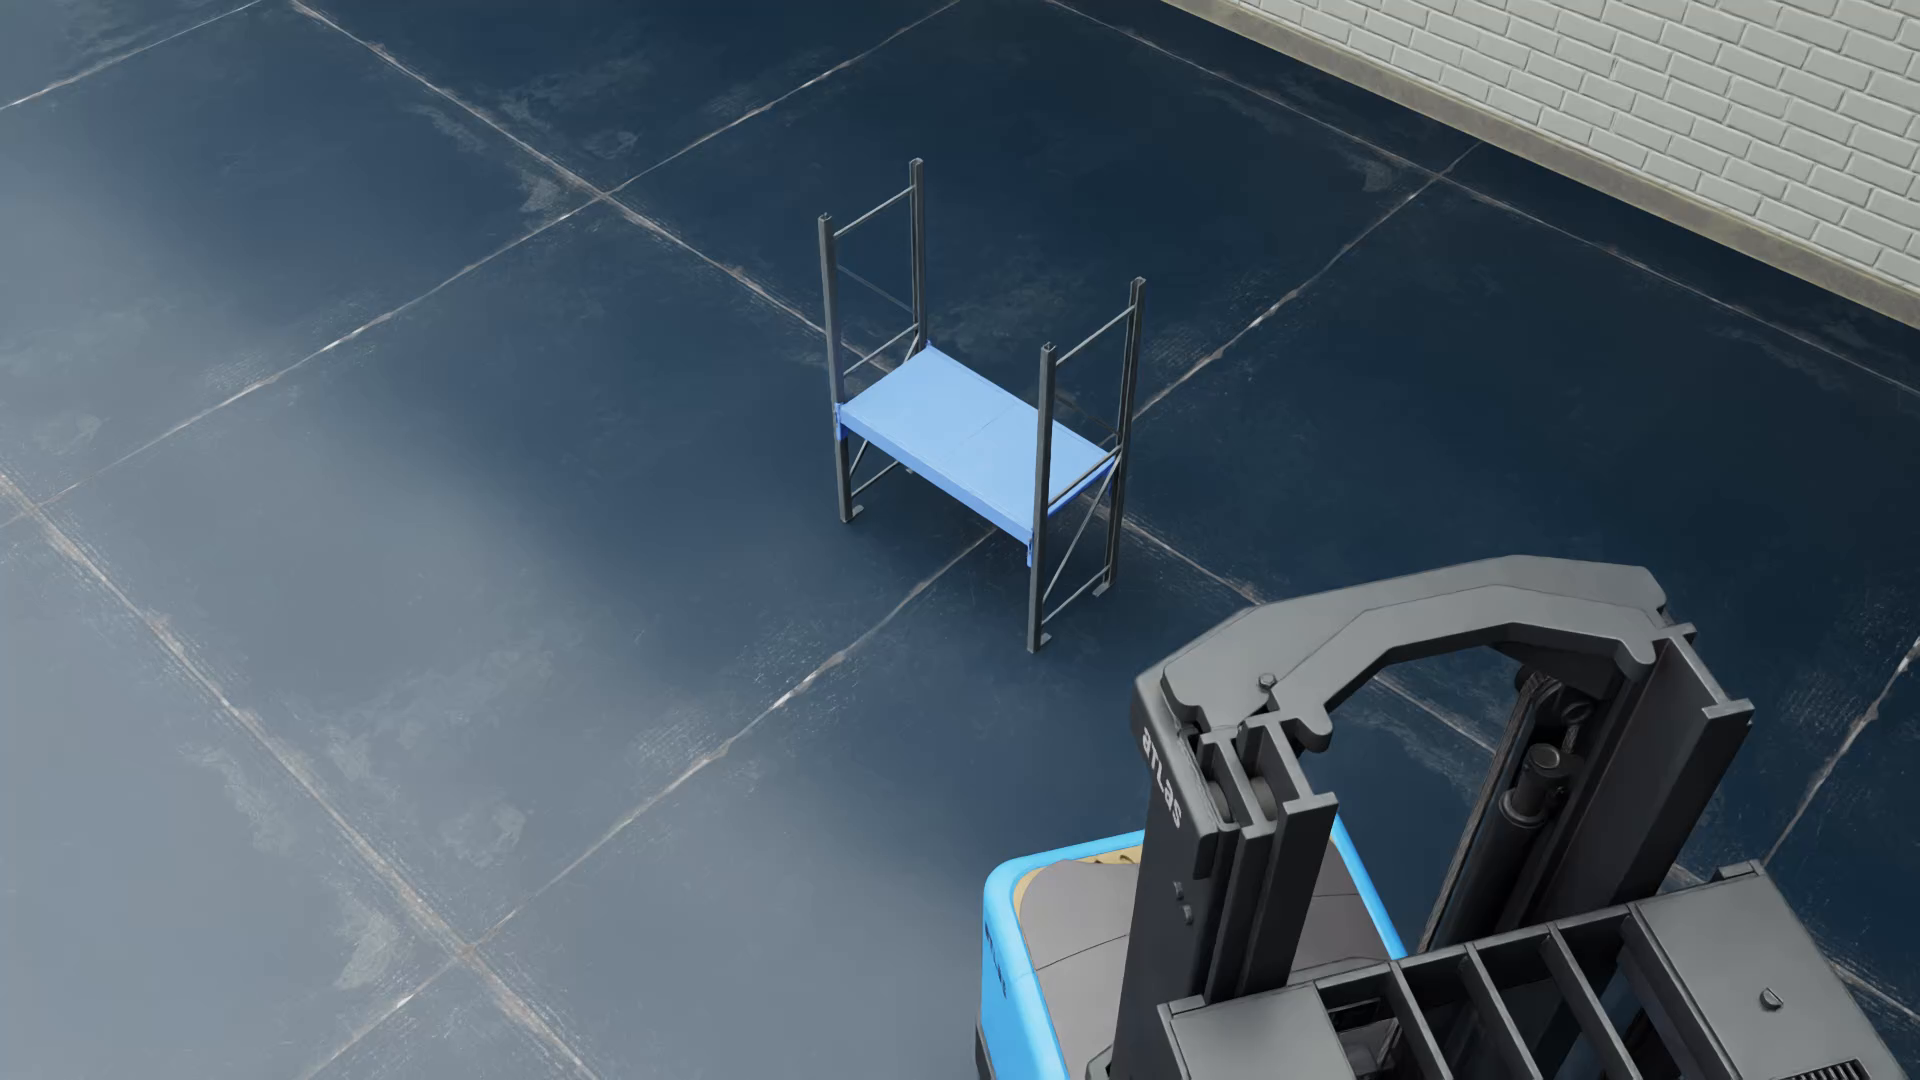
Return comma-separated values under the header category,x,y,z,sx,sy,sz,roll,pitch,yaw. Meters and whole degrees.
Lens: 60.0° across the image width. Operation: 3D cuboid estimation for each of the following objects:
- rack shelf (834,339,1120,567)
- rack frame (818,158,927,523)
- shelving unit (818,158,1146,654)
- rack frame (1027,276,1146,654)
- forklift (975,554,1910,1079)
category,x,y,z,sx,sy,sz,roll,pitch,yaw
rack shelf,0.063,-0.348,6.295,1.000,0.185,0.538,34,55,28
rack frame,-0.311,-0.723,6.400,0.032,1.500,0.500,34,55,28
shelving unit,0.063,-0.471,6.164,1.048,1.500,0.538,34,55,28
rack frame,0.436,-0.220,5.928,0.032,1.500,0.500,34,55,28
forklift,0.913,1.558,3.276,1.130,2.935,3.031,-11,48,-10
